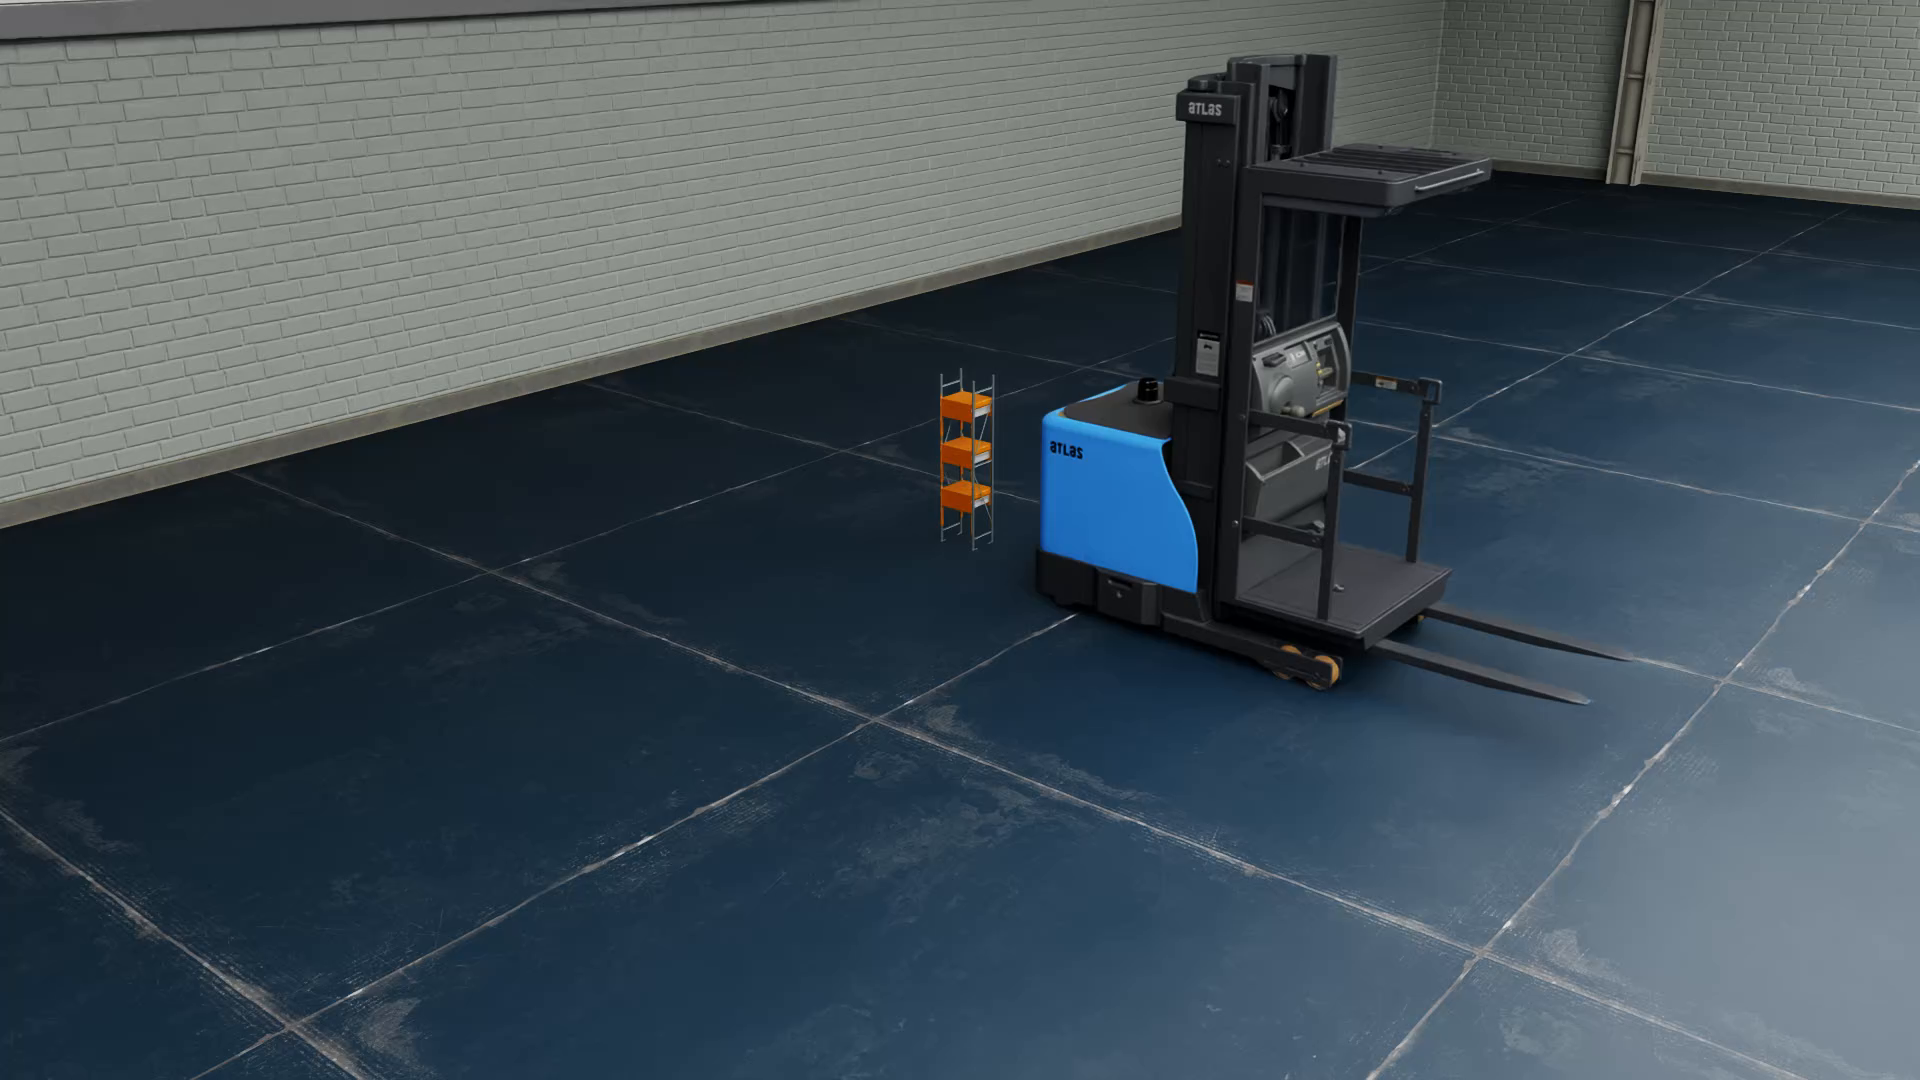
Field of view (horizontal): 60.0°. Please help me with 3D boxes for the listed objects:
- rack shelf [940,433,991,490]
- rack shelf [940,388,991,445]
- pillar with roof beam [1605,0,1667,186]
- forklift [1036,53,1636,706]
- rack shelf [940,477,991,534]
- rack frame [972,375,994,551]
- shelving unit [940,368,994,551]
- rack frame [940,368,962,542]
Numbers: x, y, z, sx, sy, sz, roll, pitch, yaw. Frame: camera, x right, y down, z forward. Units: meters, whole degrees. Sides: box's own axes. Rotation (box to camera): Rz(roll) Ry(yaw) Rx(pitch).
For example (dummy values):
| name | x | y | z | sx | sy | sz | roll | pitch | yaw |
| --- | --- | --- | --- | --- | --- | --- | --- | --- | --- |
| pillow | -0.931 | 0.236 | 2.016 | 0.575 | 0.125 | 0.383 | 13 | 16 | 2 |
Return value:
| name | x | y | z | sx | sy | sz | roll | pitch | yaw |
| --- | --- | --- | --- | --- | --- | --- | --- | --- | --- |
| rack shelf | 0.041 | -0.469 | 9.955 | 0.240 | 0.259 | 0.215 | 16 | 26 | 36 |
| rack shelf | 0.041 | -0.735 | 9.855 | 0.240 | 0.259 | 0.215 | 16 | 26 | 36 |
| pillar with roof beam | 6.678 | -8.091 | 18.869 | 0.400 | 9.000 | 9.100 | 16 | 26 | 36 |
| forklift | 1.884 | -0.844 | 8.251 | 3.031 | 2.935 | 1.130 | 16 | 26 | 36 |
| rack shelf | 0.041 | -0.209 | 10.053 | 0.240 | 0.259 | 0.215 | 16 | 26 | 36 |
| rack frame | 0.136 | -0.452 | 9.879 | 0.008 | 1.050 | 0.200 | 16 | 26 | 36 |
| shelving unit | 0.041 | -0.479 | 9.951 | 0.252 | 1.050 | 0.215 | 16 | 26 | 36 |
| rack frame | -0.053 | -0.507 | 10.023 | 0.008 | 1.050 | 0.200 | 16 | 26 | 36 |
